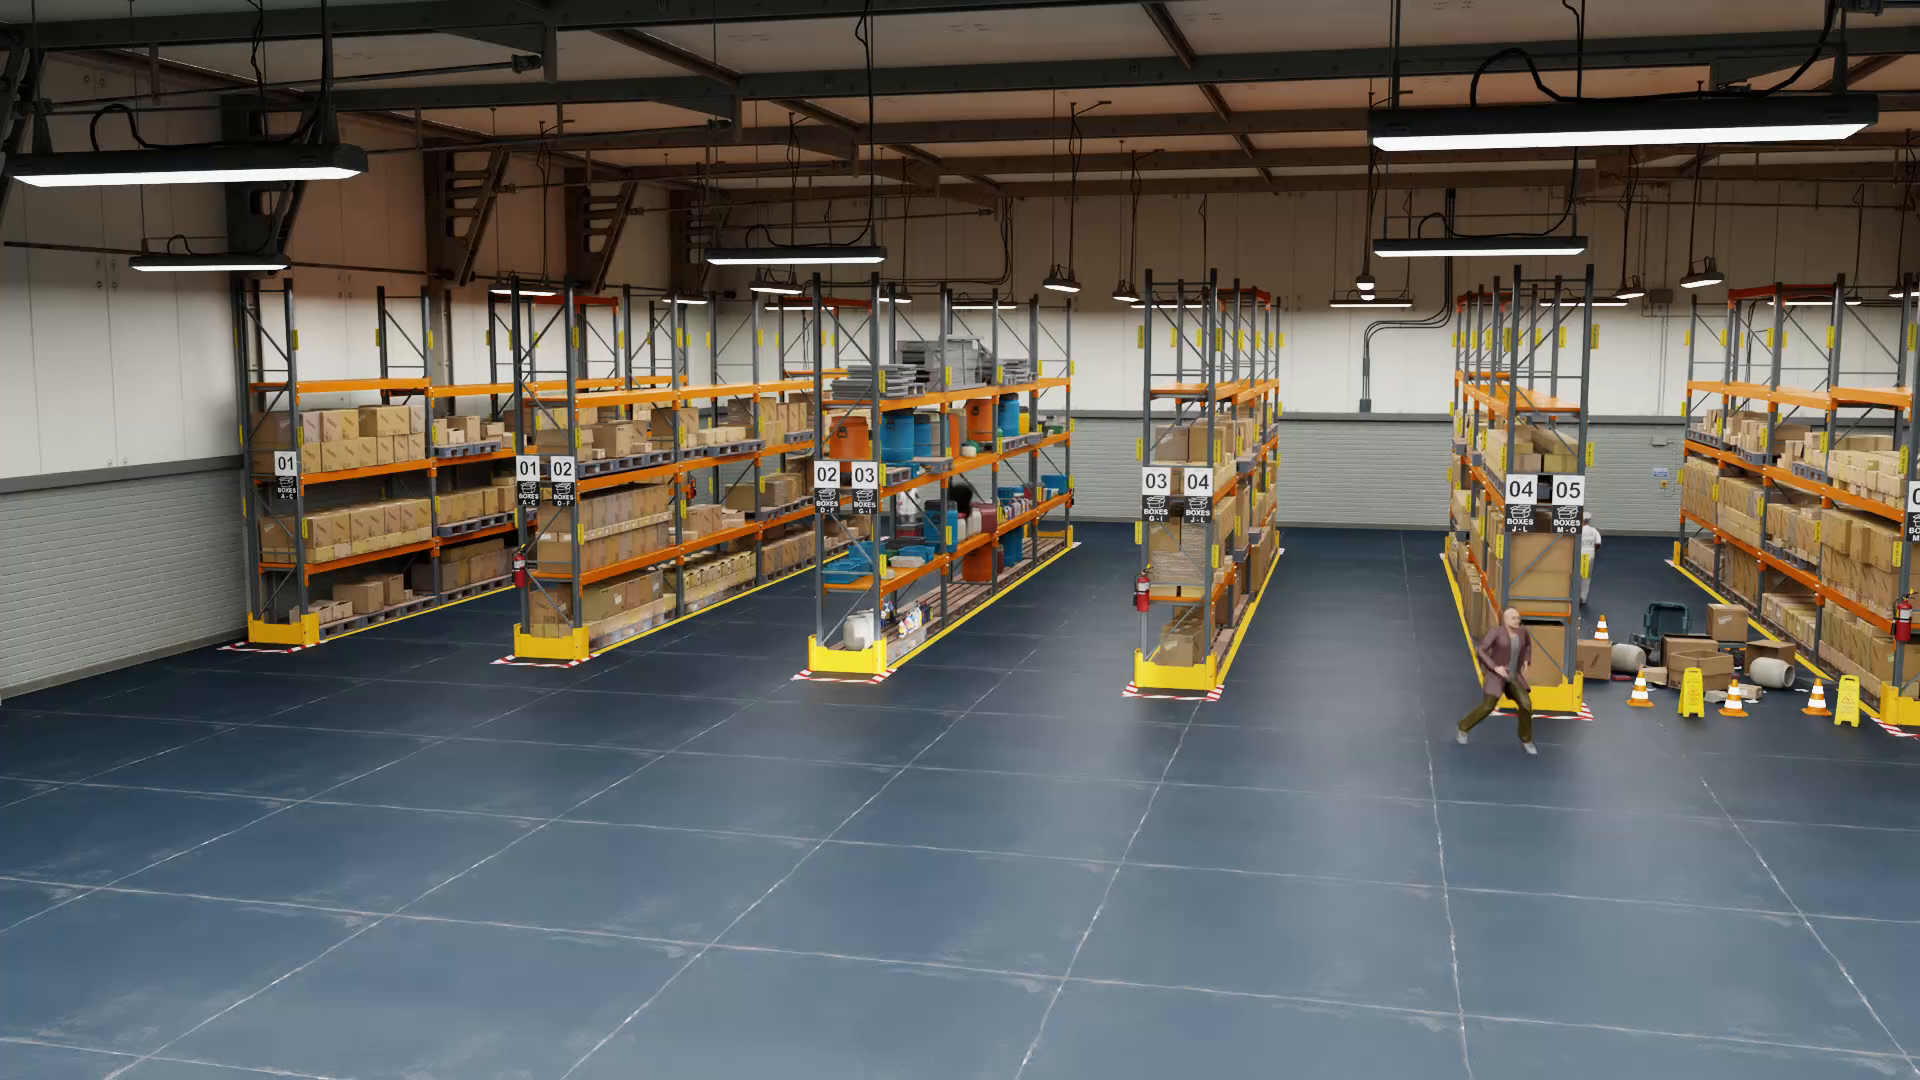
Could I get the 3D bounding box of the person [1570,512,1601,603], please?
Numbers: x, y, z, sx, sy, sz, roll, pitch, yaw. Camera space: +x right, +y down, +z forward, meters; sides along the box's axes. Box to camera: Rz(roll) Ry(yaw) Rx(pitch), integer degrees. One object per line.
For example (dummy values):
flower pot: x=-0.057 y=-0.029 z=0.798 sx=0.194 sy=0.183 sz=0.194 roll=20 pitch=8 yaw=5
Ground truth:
person: x=11.911 y=0.325 z=31.861 sx=0.646 sy=1.729 sz=0.671 roll=2 pitch=7 yaw=13

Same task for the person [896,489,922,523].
person: x=-1.249 y=-0.621 z=39.354 sx=0.662 sy=1.760 sz=0.949 roll=0 pitch=7 yaw=4

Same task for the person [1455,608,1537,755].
person: x=6.647 y=1.713 z=20.411 sx=0.937 sy=1.778 sz=0.832 roll=-2 pitch=7 yaw=-18
